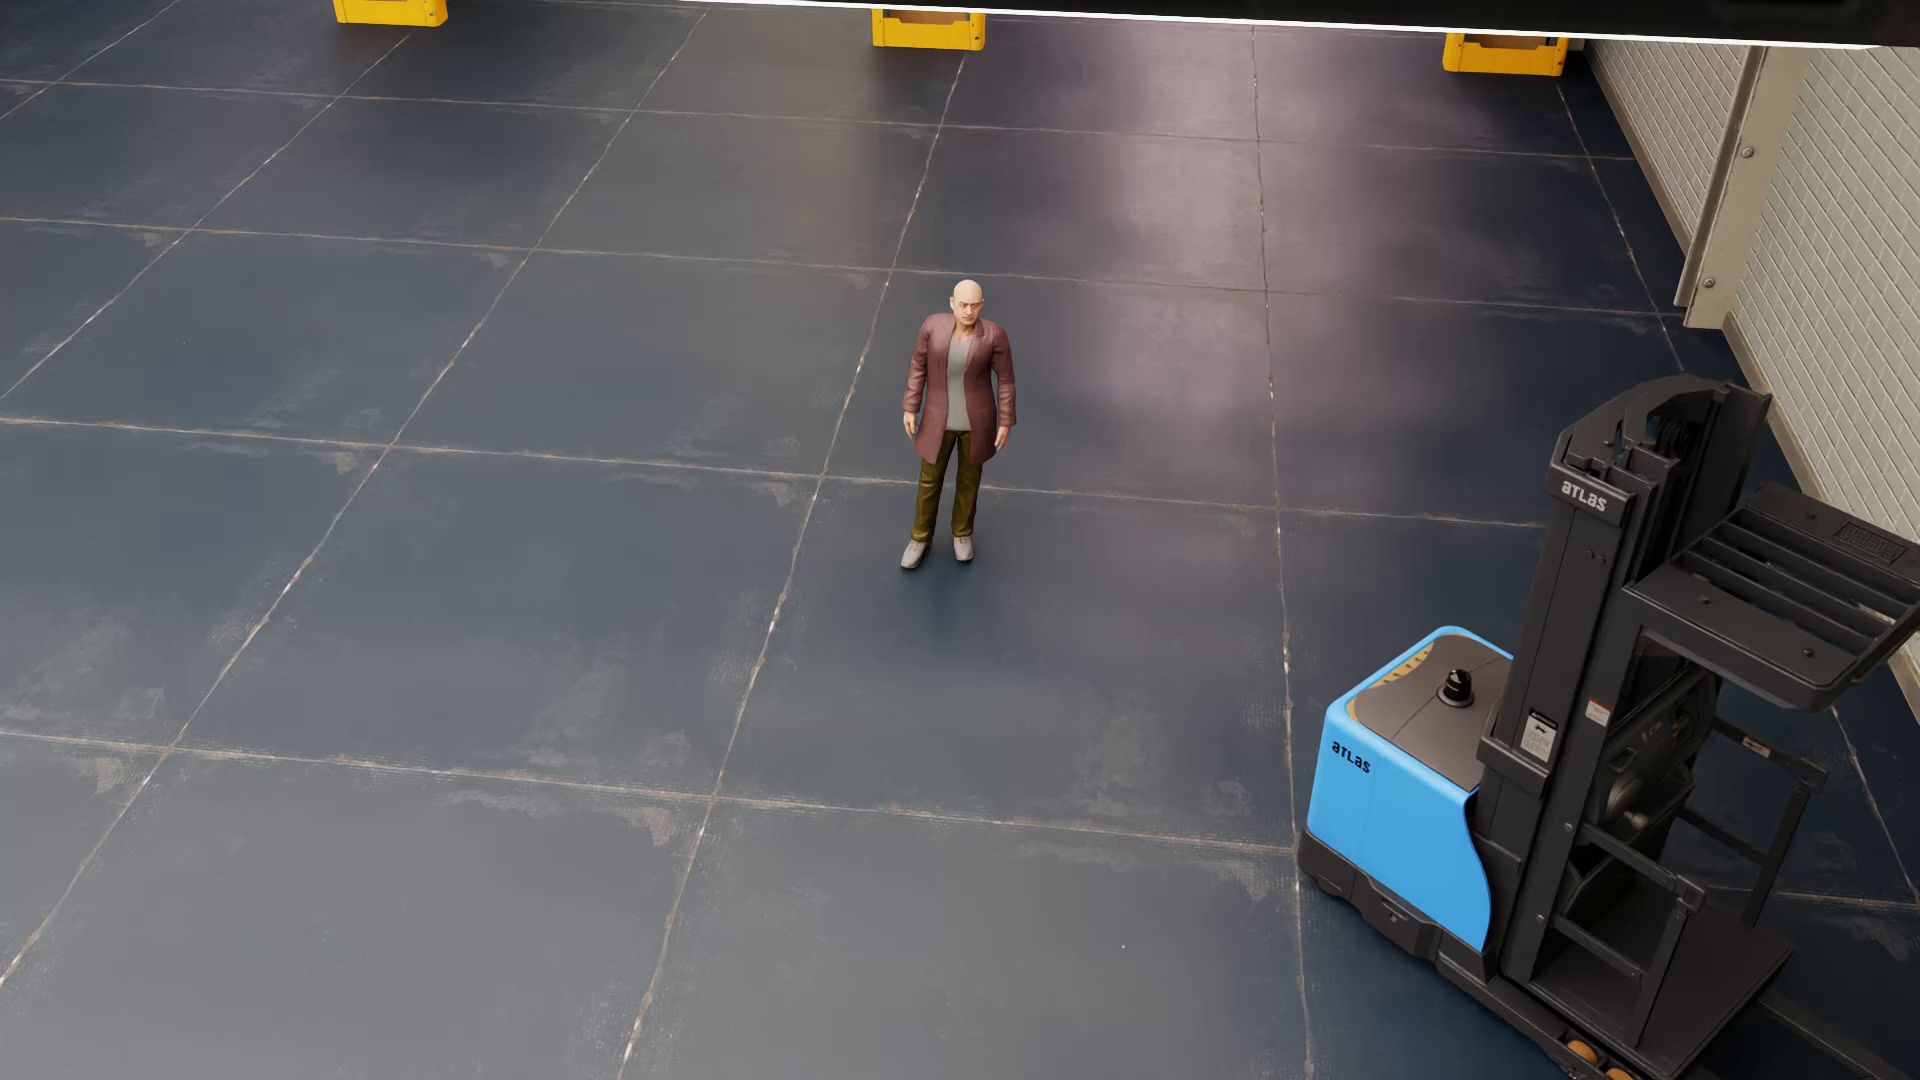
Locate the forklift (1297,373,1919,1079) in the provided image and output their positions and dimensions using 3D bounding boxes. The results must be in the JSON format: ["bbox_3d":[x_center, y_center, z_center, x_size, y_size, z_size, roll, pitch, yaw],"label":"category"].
[{"bbox_3d":[3.021,0.925,6.775,1.130,2.935,3.031,-28,44,-32],"label":"forklift"}]

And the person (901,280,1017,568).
[{"bbox_3d":[-0.016,-0.668,9.896,0.696,1.775,0.582,4,37,6],"label":"person"}]
